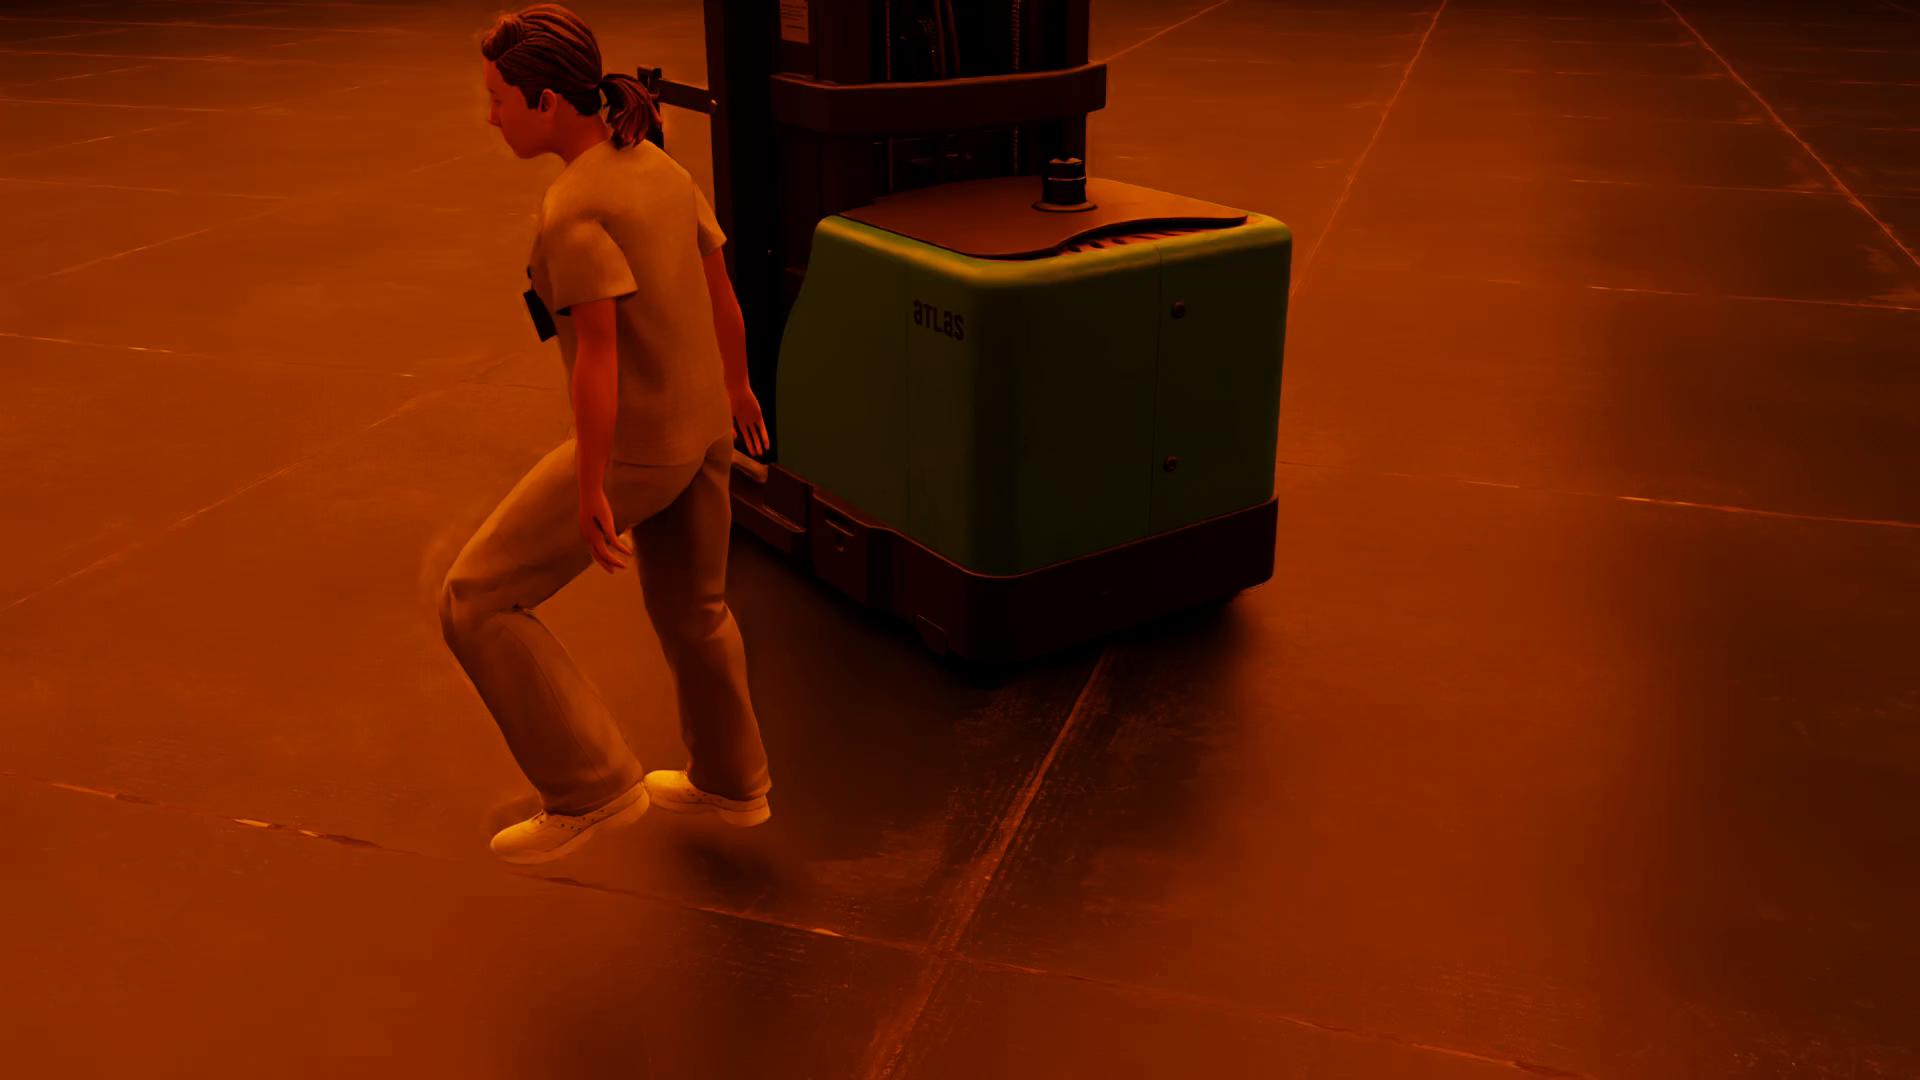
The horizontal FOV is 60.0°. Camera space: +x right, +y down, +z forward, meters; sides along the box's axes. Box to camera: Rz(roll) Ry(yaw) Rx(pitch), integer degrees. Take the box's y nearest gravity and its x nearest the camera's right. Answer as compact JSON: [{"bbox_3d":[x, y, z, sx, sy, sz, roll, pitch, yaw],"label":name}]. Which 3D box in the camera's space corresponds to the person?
[{"bbox_3d":[-0.655,-0.147,3.156,0.468,1.662,0.766,6,23,14],"label":"person"}]

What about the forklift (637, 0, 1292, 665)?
[{"bbox_3d":[-0.378,-1.545,5.022,1.130,2.935,3.031,-15,27,-32],"label":"forklift"}]
